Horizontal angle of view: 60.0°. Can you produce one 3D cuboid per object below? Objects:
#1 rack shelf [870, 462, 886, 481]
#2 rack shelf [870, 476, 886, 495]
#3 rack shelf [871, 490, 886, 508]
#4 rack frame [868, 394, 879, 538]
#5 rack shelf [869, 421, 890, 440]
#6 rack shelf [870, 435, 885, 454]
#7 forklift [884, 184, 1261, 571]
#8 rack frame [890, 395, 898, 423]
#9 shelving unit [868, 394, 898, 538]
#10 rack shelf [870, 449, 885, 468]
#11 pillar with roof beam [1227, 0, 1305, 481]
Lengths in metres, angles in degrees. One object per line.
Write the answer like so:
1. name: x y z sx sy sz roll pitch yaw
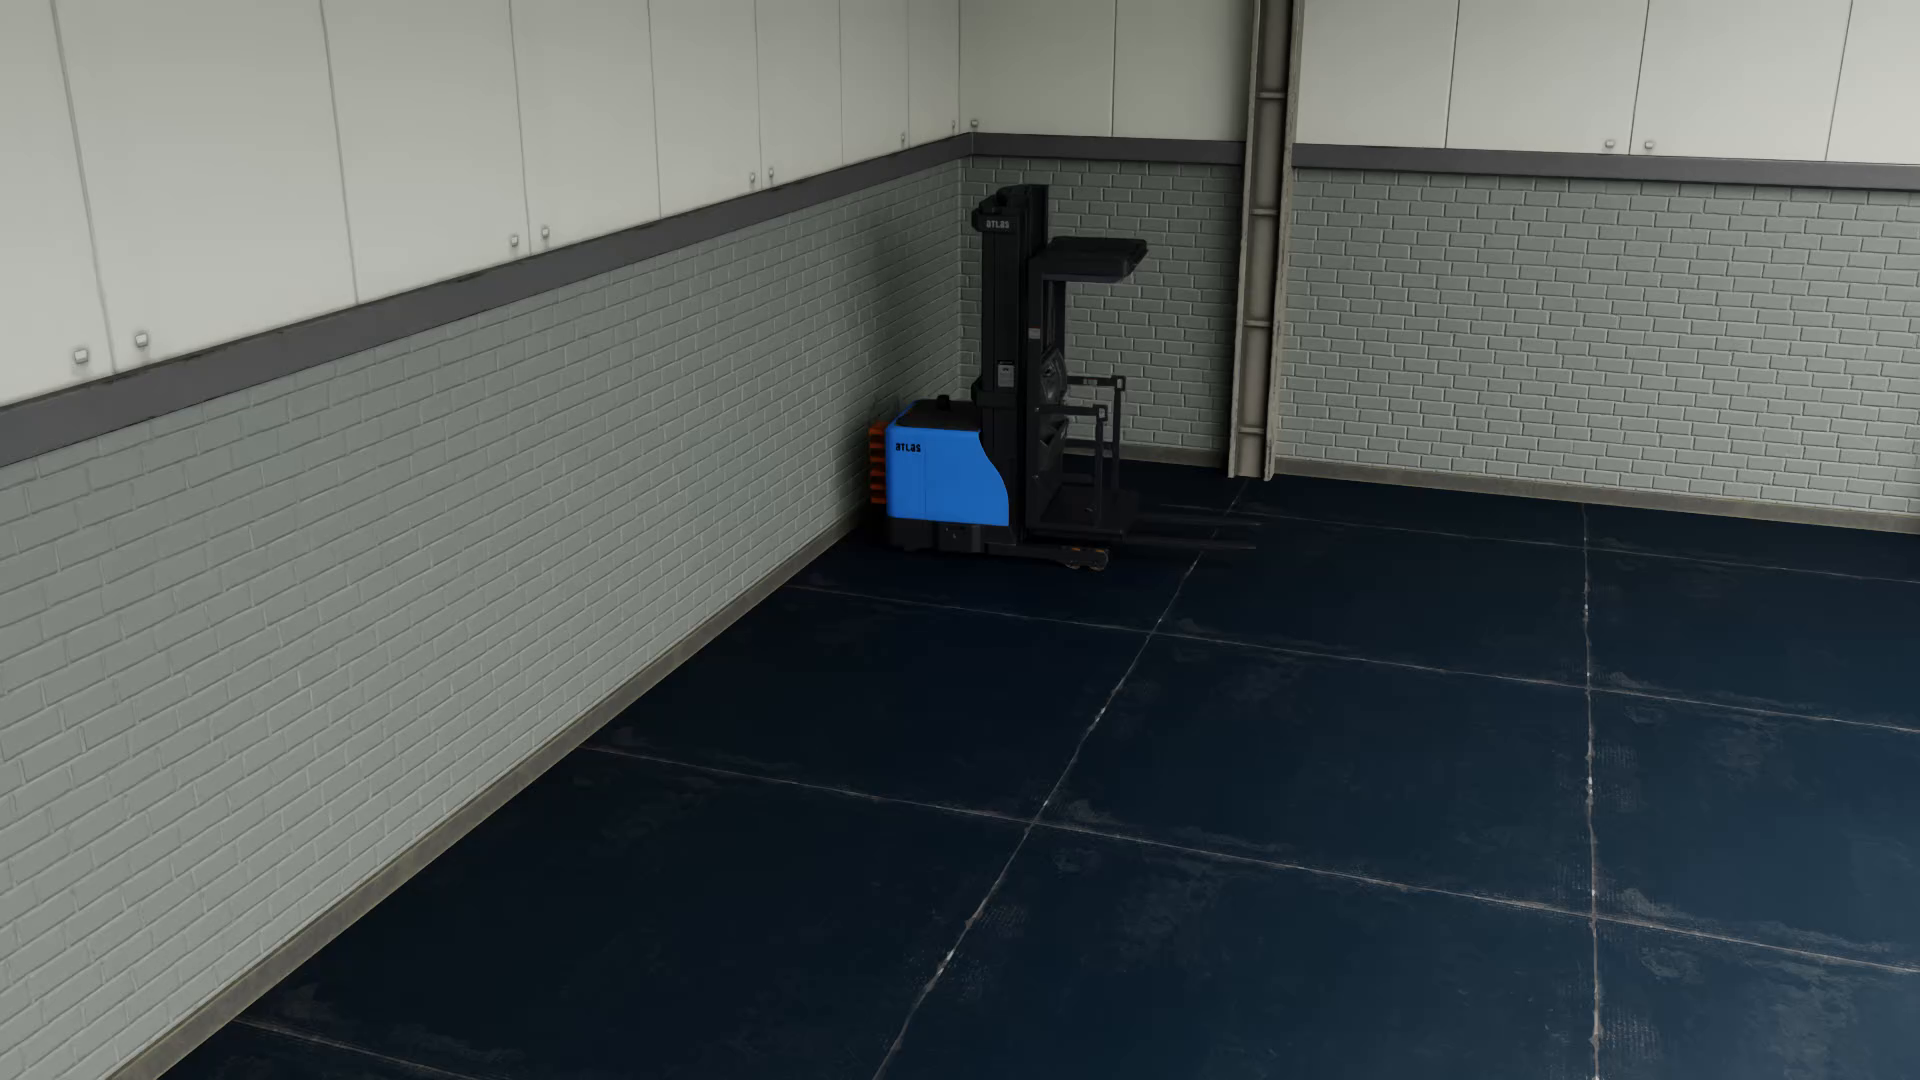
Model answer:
1. rack shelf: -0.637 -0.573 14.031 0.180 0.103 0.258 4 20 13
2. rack shelf: -0.637 -0.459 14.071 0.180 0.103 0.258 4 20 13
3. rack shelf: -0.637 -0.346 14.110 0.180 0.103 0.258 4 20 13
4. rack frame: -0.726 -0.622 14.037 0.006 1.200 0.240 4 20 13
5. rack shelf: -0.637 -0.913 13.913 0.180 0.103 0.258 4 20 13
6. rack shelf: -0.637 -0.799 13.952 0.180 0.103 0.258 4 20 13
7. forklift: 0.949 -1.331 13.441 3.031 2.935 1.130 4 20 13
8. rack frame: -0.548 -0.608 13.997 0.006 1.200 0.240 4 20 13
9. shelving unit: -0.637 -0.615 14.017 0.189 1.200 0.258 4 20 13
10. rack shelf: -0.637 -0.686 13.992 0.180 0.103 0.258 4 20 13
11. pillar with roof beam: 1.363 -3.534 10.545 0.400 9.000 9.100 7 20 18
